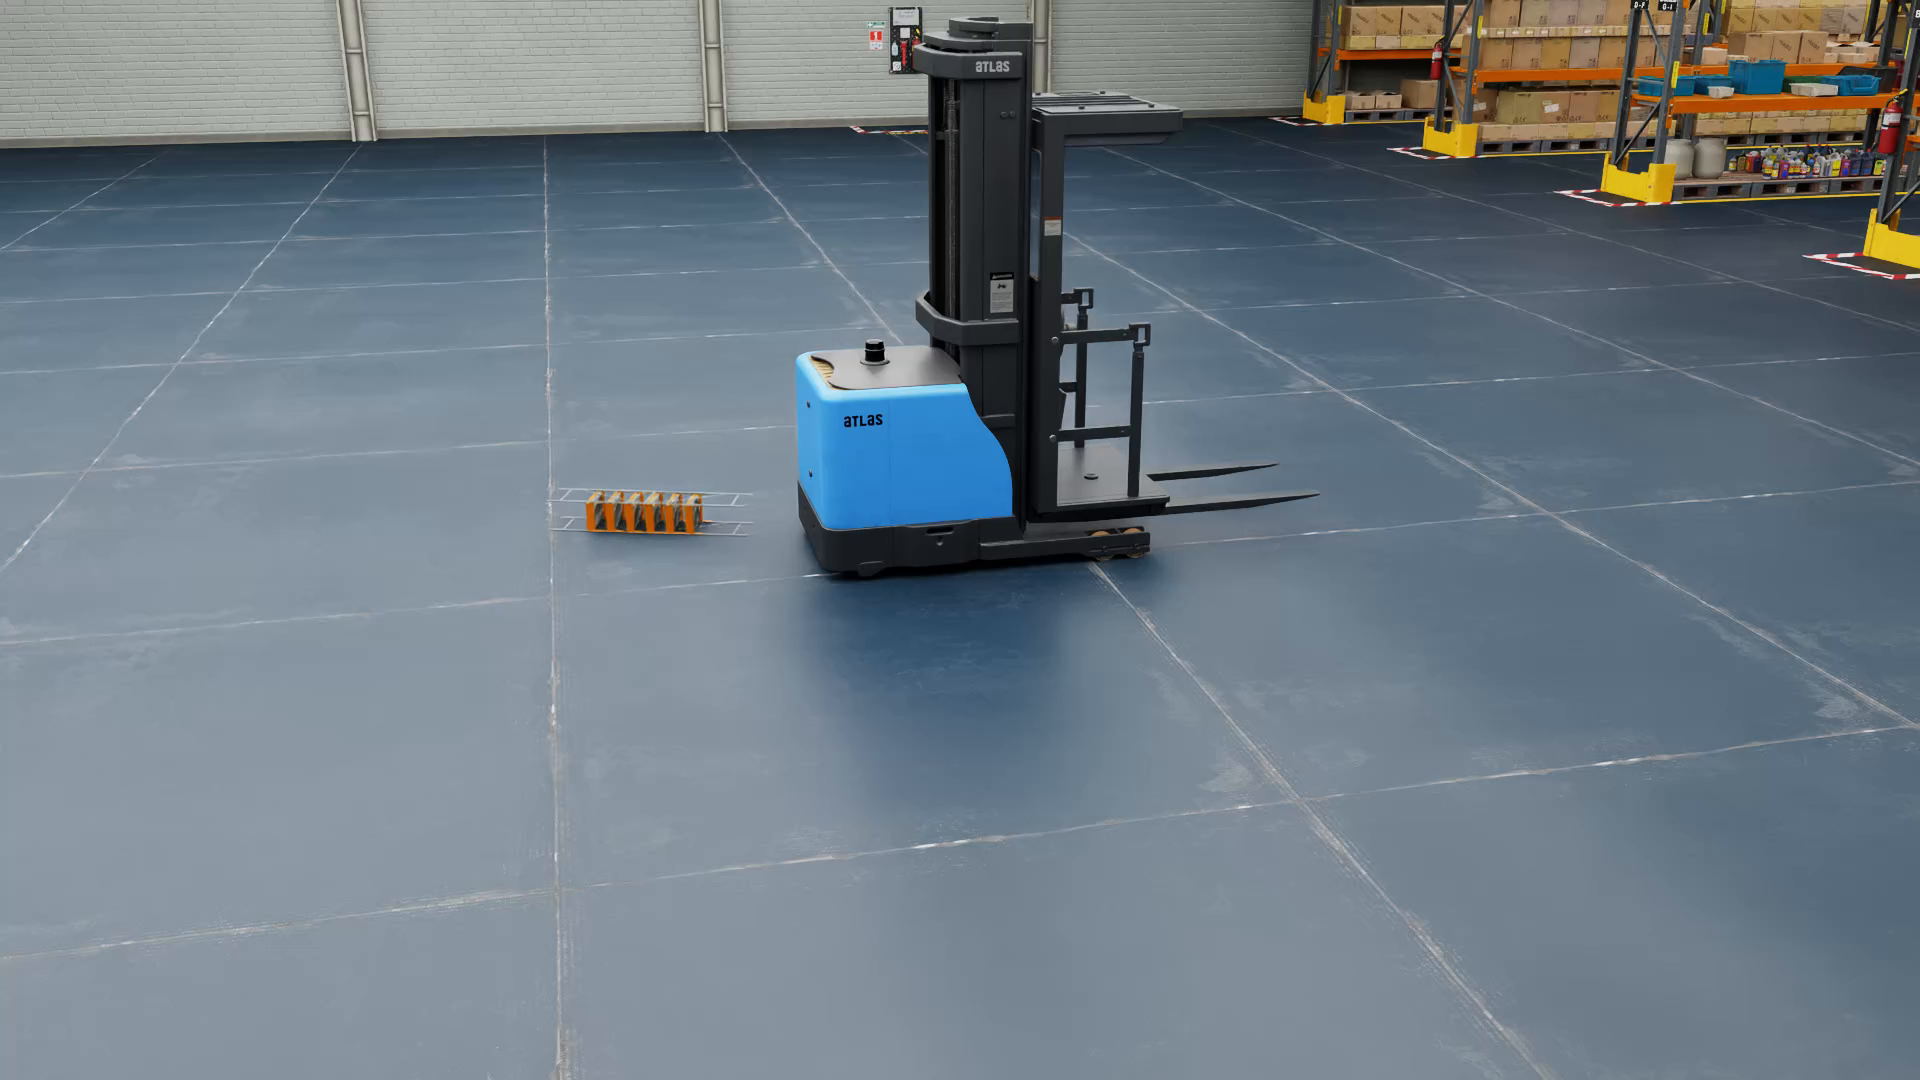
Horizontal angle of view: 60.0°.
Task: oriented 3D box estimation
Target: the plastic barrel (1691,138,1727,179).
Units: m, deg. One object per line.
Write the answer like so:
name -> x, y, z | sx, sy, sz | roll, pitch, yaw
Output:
plastic barrel -> 10.201, -5.198, 22.650 | 0.421, 0.512, 0.421 | 0, 20, 0

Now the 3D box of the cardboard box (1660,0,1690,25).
cardboard box -> 11.416, -8.645, 27.023 | 0.500, 0.500, 0.700 | -5, 21, -12

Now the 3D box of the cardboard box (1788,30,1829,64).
cardboard box -> 14.110, -8.252, 27.835 | 0.500, 0.500, 0.500 | -6, 21, -15

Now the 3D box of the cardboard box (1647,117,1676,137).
cardboard box -> 11.446, -6.823, 27.466 | 0.500, 0.250, 0.500 | -5, 21, -12

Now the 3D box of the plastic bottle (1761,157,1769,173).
plastic bottle -> 11.210, -5.218, 23.126 | 0.097, 0.201, 0.097 | 0, 20, 0

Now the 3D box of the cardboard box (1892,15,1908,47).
cardboard box -> 16.326, -8.675, 28.379 | 0.500, 0.500, 0.700 | -12, 24, -31

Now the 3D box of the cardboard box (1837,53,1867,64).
cardboard box -> 14.928, -8.061, 27.826 | 0.250, 0.149, 0.380 | -5, 21, -12

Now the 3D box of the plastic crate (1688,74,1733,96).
plastic crate -> 10.142, -6.171, 22.516 | 0.408, 0.251, 0.499 | -5, 21, -12

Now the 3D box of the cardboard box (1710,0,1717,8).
cardboard box -> 14.977, -10.672, 32.889 | 0.500, 0.250, 0.500 | -4, 21, -11

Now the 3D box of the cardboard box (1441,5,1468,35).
cardboard box -> 9.337, -9.757, 31.187 | 0.500, 0.500, 0.500 | -5, 21, -14

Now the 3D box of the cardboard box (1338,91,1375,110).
cardboard box -> 7.504, -8.336, 31.480 | 0.500, 0.311, 0.500 | -7, 21, -19

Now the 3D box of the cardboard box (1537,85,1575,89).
cardboard box -> 9.864, -7.233, 27.496 | 0.500, 0.500, 0.500 | -5, 21, -12

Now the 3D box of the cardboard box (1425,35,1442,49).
cardboard box -> 8.850, -9.362, 31.201 | 0.500, 0.250, 0.500 | -4, 21, -12

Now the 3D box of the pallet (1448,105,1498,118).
pallet -> 10.058, -8.310, 32.193 | 1.213, 0.211, 1.003 | -5, 21, -12

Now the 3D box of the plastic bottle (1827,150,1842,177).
plastic bottle -> 11.921, -5.143, 22.704 | 0.185, 0.351, 0.144 | -5, 21, -13

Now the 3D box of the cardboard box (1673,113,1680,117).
cardboard box -> 12.175, -7.324, 28.019 | 0.500, 0.311, 0.500 | -5, 21, -12

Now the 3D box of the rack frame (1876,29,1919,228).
rack frame -> 10.230, -4.394, 17.448 | 0.127, 3.000, 1.000 | -5, 21, -12

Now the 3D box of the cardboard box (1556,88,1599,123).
cardboard box -> 9.987, -7.054, 27.007 | 0.500, 0.500, 0.500 | -5, 21, -12

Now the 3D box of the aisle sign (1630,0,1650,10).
aisle sign -> 8.952, -7.366, 21.782 | 0.004, 0.787, 0.394 | -5, 21, -12

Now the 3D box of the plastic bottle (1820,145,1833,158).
plastic bottle -> 12.135, -5.358, 23.291 | 0.185, 0.351, 0.144 | -5, 21, -12

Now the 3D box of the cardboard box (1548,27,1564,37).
cardboard box -> 9.390, -8.103, 26.484 | 0.250, 0.149, 0.380 | -5, 21, -14

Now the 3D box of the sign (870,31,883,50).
sign -> -1.522, -9.062, 30.141 | 0.234, 0.329, 0.001 | -5, 21, -12

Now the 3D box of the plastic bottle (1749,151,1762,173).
plastic bottle -> 11.053, -5.250, 23.095 | 0.133, 0.283, 0.061 | -5, 21, -12

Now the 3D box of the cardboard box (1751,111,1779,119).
cardboard box -> 13.298, -7.224, 27.747 | 0.500, 0.311, 0.500 | -5, 21, -14

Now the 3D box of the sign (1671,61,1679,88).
sign -> 9.212, -5.997, 21.422 | 0.005, 0.325, 0.100 | -5, 21, -12

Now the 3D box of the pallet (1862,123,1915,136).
pallet -> 16.474, -7.080, 28.836 | 1.213, 0.211, 1.003 | -5, 21, -12

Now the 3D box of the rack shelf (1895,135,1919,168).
rack shelf -> 12.176, -4.214, 18.003 | 4.000, 0.370, 1.077 | -5, 21, -12

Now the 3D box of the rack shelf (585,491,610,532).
rack shelf -> -2.171, -0.178, 10.018 | 0.103, 0.180, 0.258 | 2, 20, 5

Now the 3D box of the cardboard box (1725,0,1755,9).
cardboard box -> 15.125, -10.501, 32.423 | 0.500, 0.250, 0.500 | -4, 21, -11

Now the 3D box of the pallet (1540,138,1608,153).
pallet -> 9.873, -6.570, 27.444 | 1.213, 0.211, 1.003 | -5, 21, -12

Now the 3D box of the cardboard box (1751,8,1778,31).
cardboard box -> 15.639, -10.188, 32.659 | 0.500, 0.500, 0.500 | -4, 20, -11

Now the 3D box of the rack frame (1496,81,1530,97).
rack frame -> 10.703, -9.684, 31.891 | 0.127, 3.000, 1.000 | -5, 21, -12

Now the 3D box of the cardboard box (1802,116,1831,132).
cardboard box -> 14.292, -7.045, 28.073 | 0.500, 0.250, 0.500 | -4, 21, -11

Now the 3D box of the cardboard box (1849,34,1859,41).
cardboard box -> 17.722, -10.054, 33.236 | 0.250, 0.149, 0.380 | -4, 20, -11

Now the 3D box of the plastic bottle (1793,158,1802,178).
plastic bottle -> 11.357, -5.051, 22.570 | 0.097, 0.271, 0.097 | 0, 20, 0

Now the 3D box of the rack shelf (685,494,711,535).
rack shelf -> -1.573, -0.159, 9.967 | 0.103, 0.180, 0.258 | 2, 20, 5

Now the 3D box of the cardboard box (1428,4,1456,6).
cardboard box -> 9.207, -9.931, 31.662 | 0.500, 0.500, 0.500 | -4, 21, -11

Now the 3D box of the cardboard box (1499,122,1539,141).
cardboard box -> 9.013, -6.625, 26.925 | 0.500, 0.250, 0.500 | -5, 21, -12

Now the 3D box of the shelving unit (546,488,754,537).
shelving unit -> -1.857, -0.168, 9.992 | 1.200, 0.189, 0.258 | 2, 20, 5

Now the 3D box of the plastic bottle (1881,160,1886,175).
plastic bottle -> 12.701, -5.128, 22.880 | 0.097, 0.201, 0.097 | 0, 20, 0

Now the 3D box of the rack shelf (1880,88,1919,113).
rack shelf -> 14.929, -6.189, 23.394 | 4.000, 0.370, 1.077 | -5, 21, -12

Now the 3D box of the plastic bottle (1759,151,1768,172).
plastic bottle -> 11.163, -5.293, 23.223 | 0.135, 0.276, 0.152 | -5, 21, -14

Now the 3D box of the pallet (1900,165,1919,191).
pallet -> 13.738, -5.134, 23.523 | 1.213, 0.211, 1.003 | -5, 21, -12

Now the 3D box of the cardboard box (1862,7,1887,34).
cardboard box -> 18.097, -10.393, 33.217 | 0.500, 0.500, 0.500 | -5, 21, -13

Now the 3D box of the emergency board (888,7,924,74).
emergency board -> -0.960, -9.055, 30.173 | 0.643, 1.169, 0.194 | -5, 21, -12

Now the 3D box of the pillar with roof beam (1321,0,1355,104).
pillar with roof beam -> 8.283, -11.089, 27.002 | 0.400, 9.000, 9.100 | -5, 21, -12

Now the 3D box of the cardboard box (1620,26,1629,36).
cardboard box -> 10.641, -8.205, 26.763 | 0.250, 0.149, 0.380 | -5, 21, -13

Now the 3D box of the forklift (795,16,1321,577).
forklift -> 0.606, -1.428, 9.453 | 3.031, 2.935, 1.130 | -5, 21, -13

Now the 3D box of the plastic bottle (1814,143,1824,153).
plastic bottle -> 12.102, -5.406, 23.423 | 0.185, 0.351, 0.144 | -4, 21, -11

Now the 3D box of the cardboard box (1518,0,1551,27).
cardboard box -> 8.973, -8.446, 26.479 | 0.500, 0.500, 0.700 | -5, 21, -14

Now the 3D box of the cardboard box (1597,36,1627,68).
cardboard box -> 10.415, -7.954, 27.021 | 0.500, 0.500, 0.700 | -4, 21, -12

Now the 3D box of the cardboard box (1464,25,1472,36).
cardboard box -> 8.282, -8.155, 26.629 | 0.250, 0.149, 0.380 | -5, 21, -13

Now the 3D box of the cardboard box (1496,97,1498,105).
cardboard box -> 10.189, -8.508, 32.159 | 0.250, 0.166, 0.380 | -7, 21, -20

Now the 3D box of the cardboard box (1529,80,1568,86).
cardboard box -> 11.416, -8.781, 32.419 | 0.500, 0.500, 0.700 | -4, 20, -11
